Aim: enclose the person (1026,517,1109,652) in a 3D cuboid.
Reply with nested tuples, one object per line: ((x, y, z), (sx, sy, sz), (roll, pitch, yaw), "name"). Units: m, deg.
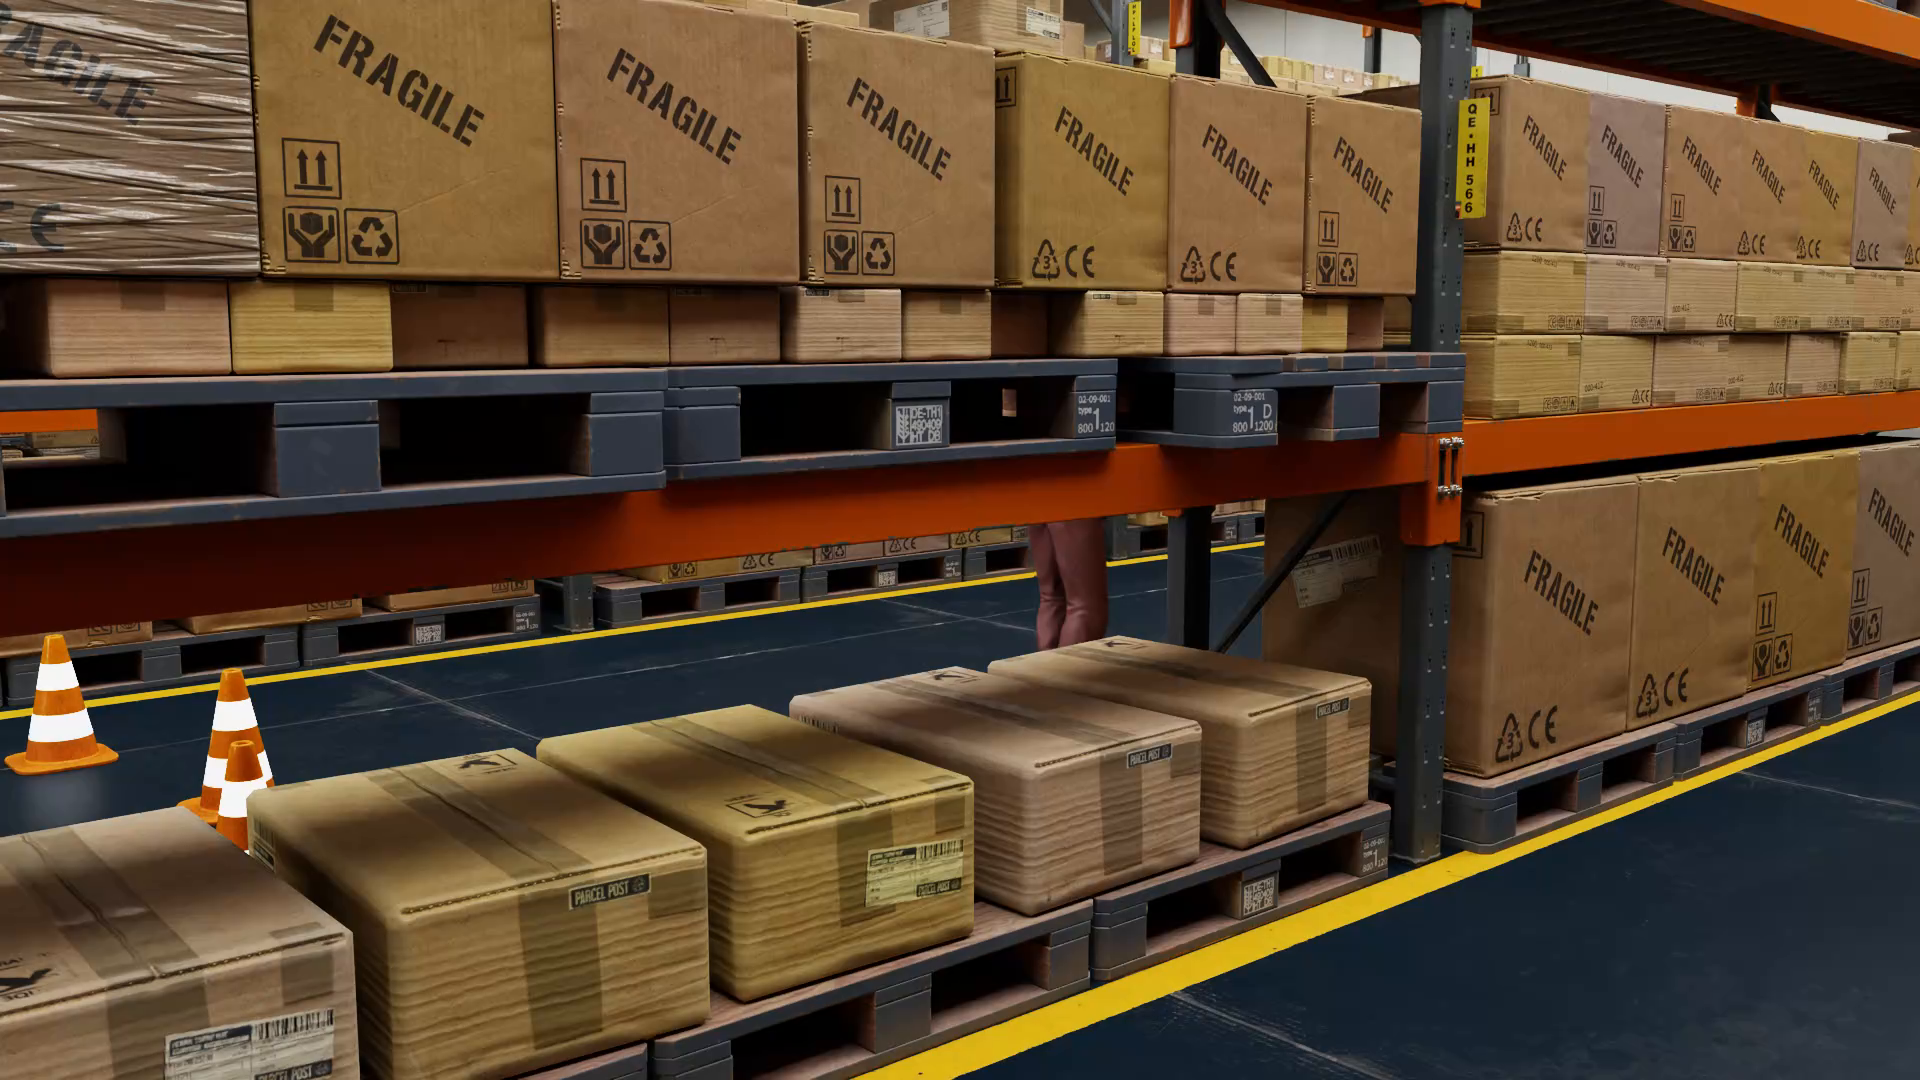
((0.455, -0.099, 6.551), (0.546, 1.671, 0.435), (-5, 9, -31), "person")
